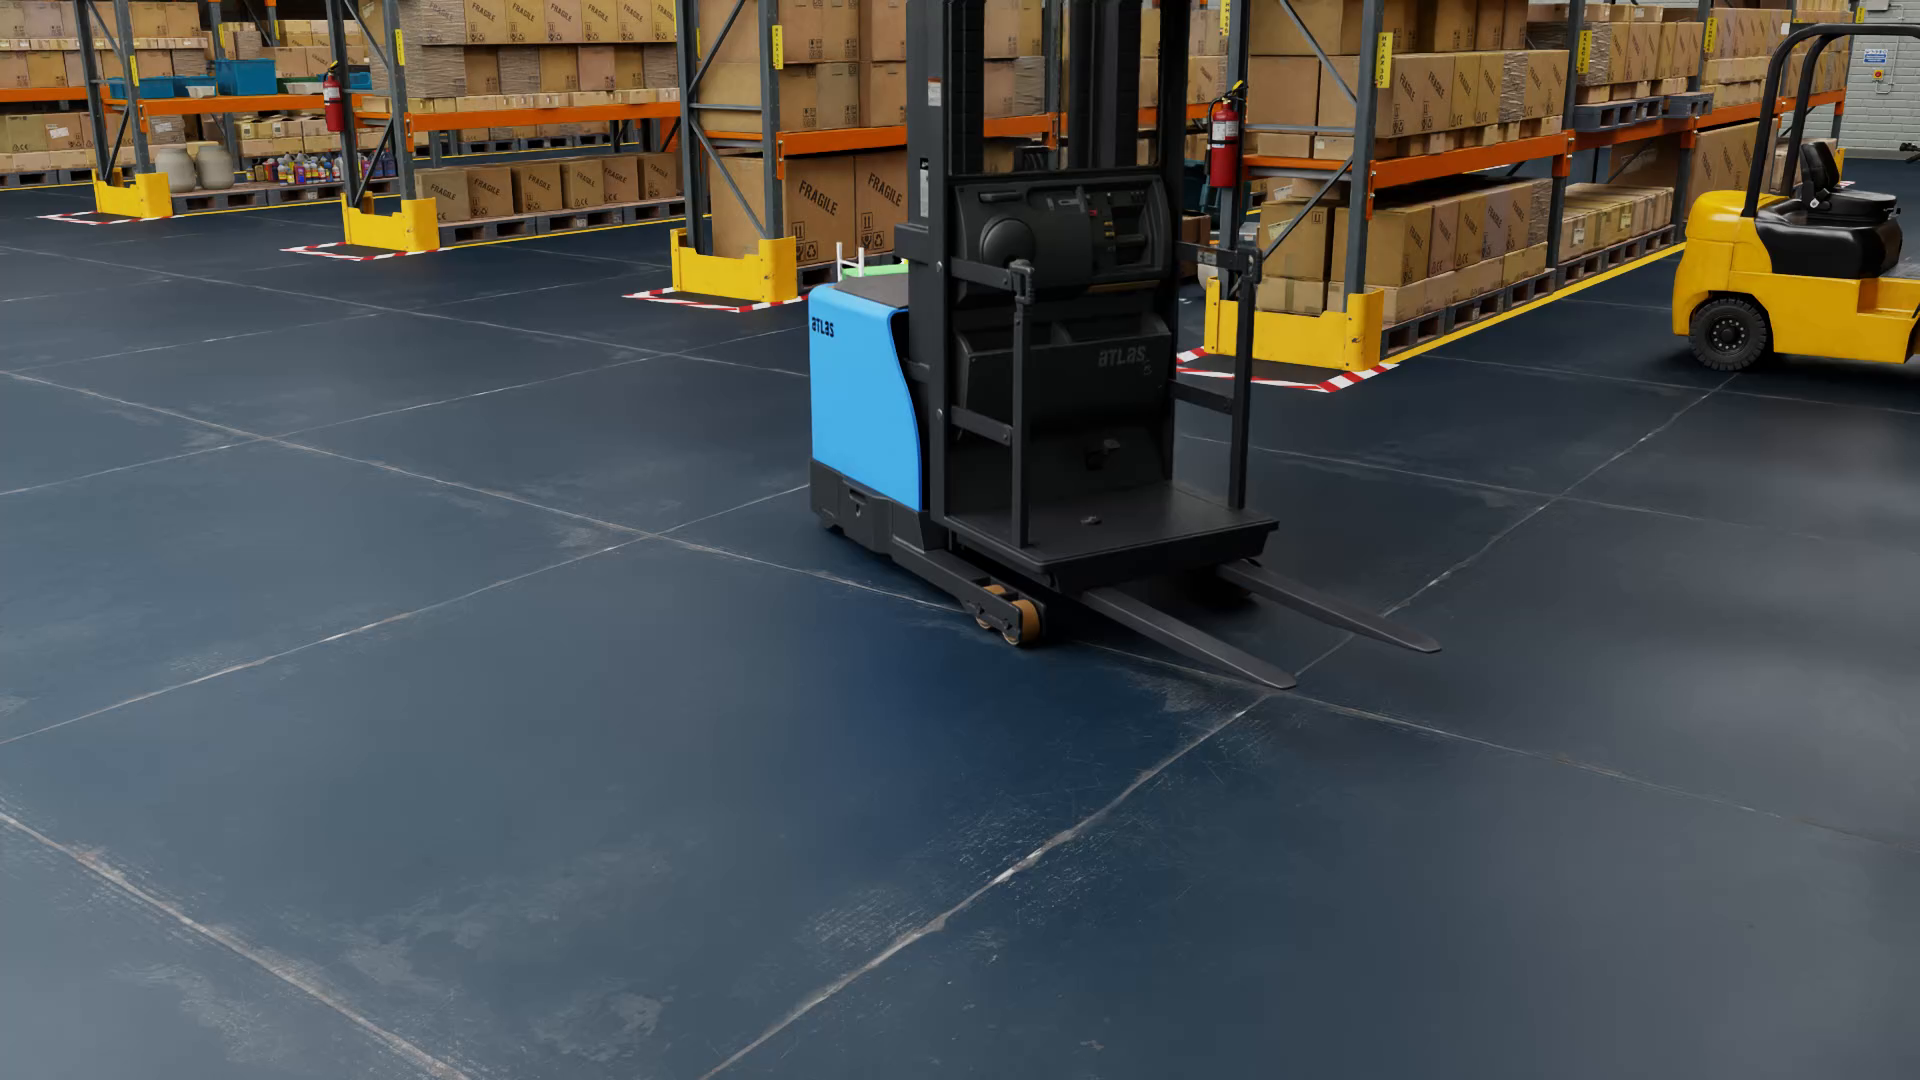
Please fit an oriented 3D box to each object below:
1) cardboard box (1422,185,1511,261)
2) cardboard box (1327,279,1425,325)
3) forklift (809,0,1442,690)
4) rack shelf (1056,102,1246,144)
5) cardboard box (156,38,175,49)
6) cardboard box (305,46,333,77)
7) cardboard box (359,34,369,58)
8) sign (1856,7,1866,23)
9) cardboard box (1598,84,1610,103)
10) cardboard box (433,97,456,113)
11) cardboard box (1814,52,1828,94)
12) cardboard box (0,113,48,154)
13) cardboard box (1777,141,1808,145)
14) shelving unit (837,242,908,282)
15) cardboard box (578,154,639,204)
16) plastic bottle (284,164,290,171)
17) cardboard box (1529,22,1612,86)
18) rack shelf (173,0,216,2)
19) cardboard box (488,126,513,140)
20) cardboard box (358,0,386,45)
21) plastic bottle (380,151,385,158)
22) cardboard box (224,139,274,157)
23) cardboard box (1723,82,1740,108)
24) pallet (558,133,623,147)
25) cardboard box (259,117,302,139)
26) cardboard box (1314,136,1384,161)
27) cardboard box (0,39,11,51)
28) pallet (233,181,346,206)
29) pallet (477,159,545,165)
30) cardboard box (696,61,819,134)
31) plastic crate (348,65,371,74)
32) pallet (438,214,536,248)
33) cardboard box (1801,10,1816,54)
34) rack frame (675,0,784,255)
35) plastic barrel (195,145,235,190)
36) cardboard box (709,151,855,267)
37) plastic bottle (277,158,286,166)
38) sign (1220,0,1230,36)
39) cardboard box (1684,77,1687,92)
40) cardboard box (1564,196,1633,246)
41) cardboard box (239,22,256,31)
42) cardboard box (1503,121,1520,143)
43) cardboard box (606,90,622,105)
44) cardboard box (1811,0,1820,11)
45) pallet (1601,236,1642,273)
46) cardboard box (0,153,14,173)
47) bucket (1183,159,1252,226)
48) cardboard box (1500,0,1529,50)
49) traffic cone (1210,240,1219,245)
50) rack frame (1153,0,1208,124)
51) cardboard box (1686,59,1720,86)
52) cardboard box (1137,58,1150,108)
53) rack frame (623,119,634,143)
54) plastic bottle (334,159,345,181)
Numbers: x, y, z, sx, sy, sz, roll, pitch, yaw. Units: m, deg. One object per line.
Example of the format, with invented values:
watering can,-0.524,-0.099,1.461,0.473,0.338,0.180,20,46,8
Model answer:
cardboard box,3.813,-2.405,12.595,0.500,0.500,0.500,14,22,38
cardboard box,2.874,-1.669,11.489,0.500,0.250,0.500,12,21,34
forklift,0.507,-1.174,6.082,1.130,2.935,3.031,-10,20,-29
rack shelf,1.711,-4.575,18.130,1.077,0.370,4.000,12,21,35
cardboard box,-11.650,-7.227,24.197,0.380,0.149,0.250,12,21,33
cardboard box,-10.274,-7.566,26.383,0.500,0.500,0.500,12,21,35
cardboard box,-11.540,-9.557,32.258,0.500,0.500,0.500,13,22,36
sign,12.133,-7.016,22.428,0.100,0.325,0.005,12,21,35
cardboard box,5.294,-3.806,14.156,0.380,0.149,0.250,13,21,36
cardboard box,-5.261,-4.352,16.623,0.380,0.149,0.250,12,21,35
cardboard box,10.723,-5.969,21.239,0.500,0.500,0.500,13,22,36
cardboard box,-12.946,-5.595,22.865,0.500,0.500,0.500,12,21,35
cardboard box,10.854,-5.032,22.002,0.875,0.438,0.875,13,22,36
shelving unit,-0.279,-0.784,7.741,0.503,1.200,0.258,-10,19,-29
cardboard box,-4.009,-4.123,18.970,0.500,0.500,0.500,-12,21,-33
plastic bottle,-8.657,-4.724,21.375,0.097,0.201,0.097,0,17,0
cardboard box,5.065,-4.043,13.826,0.500,0.500,0.500,13,22,36
rack shelf,-12.549,-7.706,23.157,1.077,0.370,4.000,12,21,35
cardboard box,-8.166,-7.247,28.994,0.500,0.500,0.500,12,21,33
cardboard box,-5.658,-5.232,16.677,0.500,0.500,0.500,12,21,35
plastic bottle,-7.650,-4.984,21.960,0.144,0.351,0.185,12,21,35
cardboard box,-10.918,-6.034,25.543,0.500,0.250,0.500,12,21,33
cardboard box,8.041,-4.794,17.876,0.500,0.250,0.500,13,22,36
pallet,-7.045,-7.467,30.933,1.003,0.211,1.213,12,21,35
cardboard box,-10.609,-6.422,25.848,0.500,0.311,0.500,12,21,34
cardboard box,2.540,-2.563,10.863,0.380,0.149,0.250,13,21,35
cardboard box,-13.029,-6.677,22.424,0.380,0.149,0.250,13,21,35
pallet,-8.542,-4.442,21.190,1.003,0.211,1.213,12,21,35
pallet,-6.218,-5.372,24.186,1.003,0.211,1.213,12,21,35
cardboard box,-1.679,-3.657,13.710,0.875,0.550,0.550,12,21,35
plastic crate,-7.796,-6.086,21.888,0.767,0.338,0.504,12,21,35
pallet,-5.229,-3.263,17.397,1.003,0.211,1.213,12,21,35
cardboard box,10.106,-6.212,20.334,0.500,0.500,0.500,12,21,34
rack frame,-1.864,-3.489,13.422,1.000,3.000,0.127,12,21,35
plastic barrel,-9.135,-4.567,20.379,0.421,0.512,0.421,0,17,0
cardboard box,-1.513,-2.848,14.232,0.875,0.875,0.875,13,21,35
plastic bottle,-8.768,-4.777,21.421,0.152,0.276,0.135,12,21,33
sign,1.738,-3.445,10.795,0.100,0.325,0.005,12,21,35
cardboard box,6.830,-4.428,16.161,0.380,0.149,0.250,13,21,36
cardboard box,5.704,-3.000,15.569,0.950,0.372,0.625,13,22,36
cardboard box,-13.136,-9.401,30.455,0.380,0.149,0.250,9,20,28
cardboard box,4.006,-3.098,12.587,0.380,0.149,0.250,12,21,34
cardboard box,-3.964,-4.897,18.379,0.380,0.149,0.250,12,21,35
cardboard box,10.355,-6.600,20.490,0.380,0.149,0.250,12,21,33
pallet,5.744,-2.737,15.702,1.003,0.211,1.213,12,21,35
cardboard box,-13.243,-5.117,22.592,0.500,0.250,0.500,12,21,35
bucket,2.290,-3.165,15.334,0.620,0.611,0.726,0,14,-35
cardboard box,4.119,-4.192,13.329,0.700,0.500,0.500,12,21,34
traffic cone,2.531,-3.283,17.035,0.336,0.463,0.334,12,21,35
rack frame,3.746,-8.201,28.593,1.000,3.000,0.127,12,21,35
cardboard box,7.439,-4.788,17.015,0.500,0.250,0.500,12,21,34
cardboard box,1.649,-4.806,17.495,0.500,0.500,0.500,12,21,34
rack frame,-6.591,-8.999,31.165,1.000,3.000,0.127,12,21,35
plastic bottle,-7.941,-4.762,21.371,0.152,0.276,0.135,13,21,36
